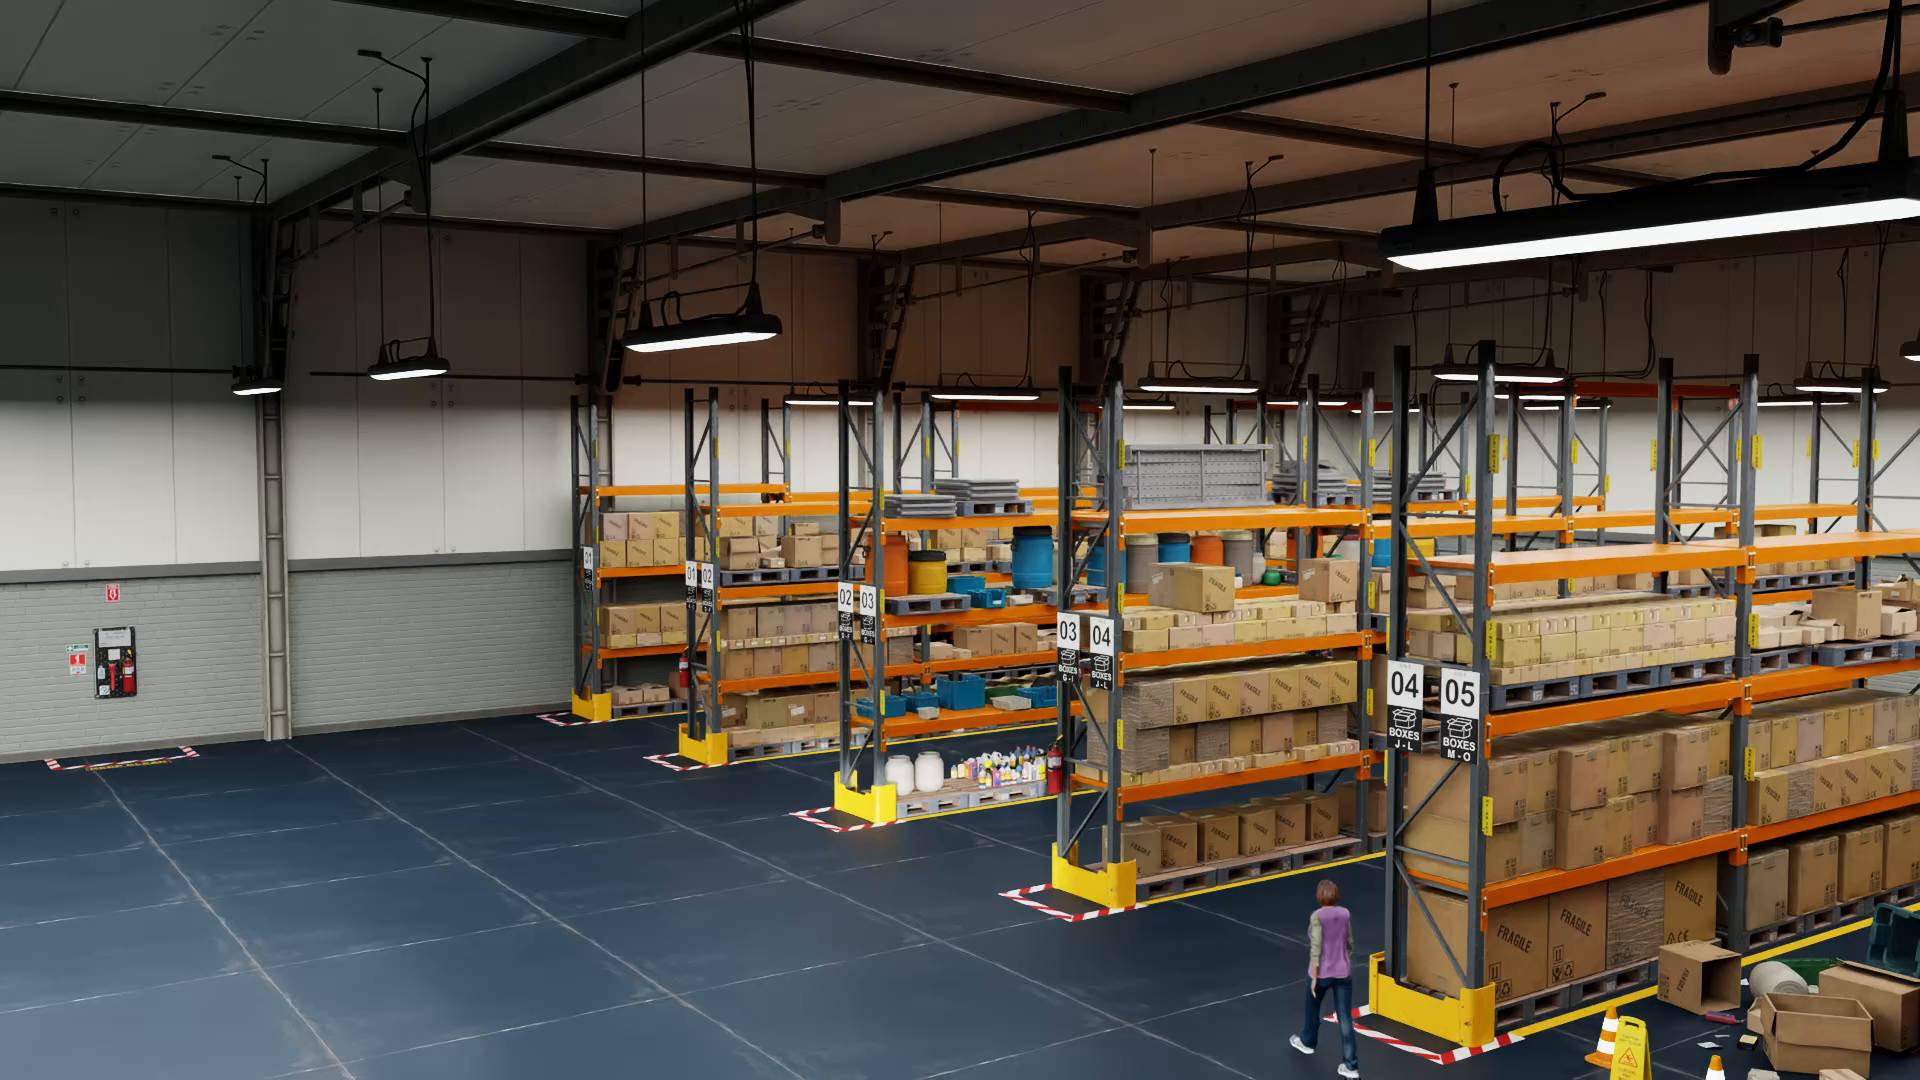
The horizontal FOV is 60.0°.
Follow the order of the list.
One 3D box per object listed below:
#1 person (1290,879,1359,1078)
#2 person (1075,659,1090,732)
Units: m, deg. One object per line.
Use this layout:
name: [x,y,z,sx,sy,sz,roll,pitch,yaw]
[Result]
person: [3.042,3.551,13.672,0.444,1.528,0.974,-1,4,-12]
person: [2.064,2.603,28.695,0.986,1.625,0.466,-2,4,-26]
